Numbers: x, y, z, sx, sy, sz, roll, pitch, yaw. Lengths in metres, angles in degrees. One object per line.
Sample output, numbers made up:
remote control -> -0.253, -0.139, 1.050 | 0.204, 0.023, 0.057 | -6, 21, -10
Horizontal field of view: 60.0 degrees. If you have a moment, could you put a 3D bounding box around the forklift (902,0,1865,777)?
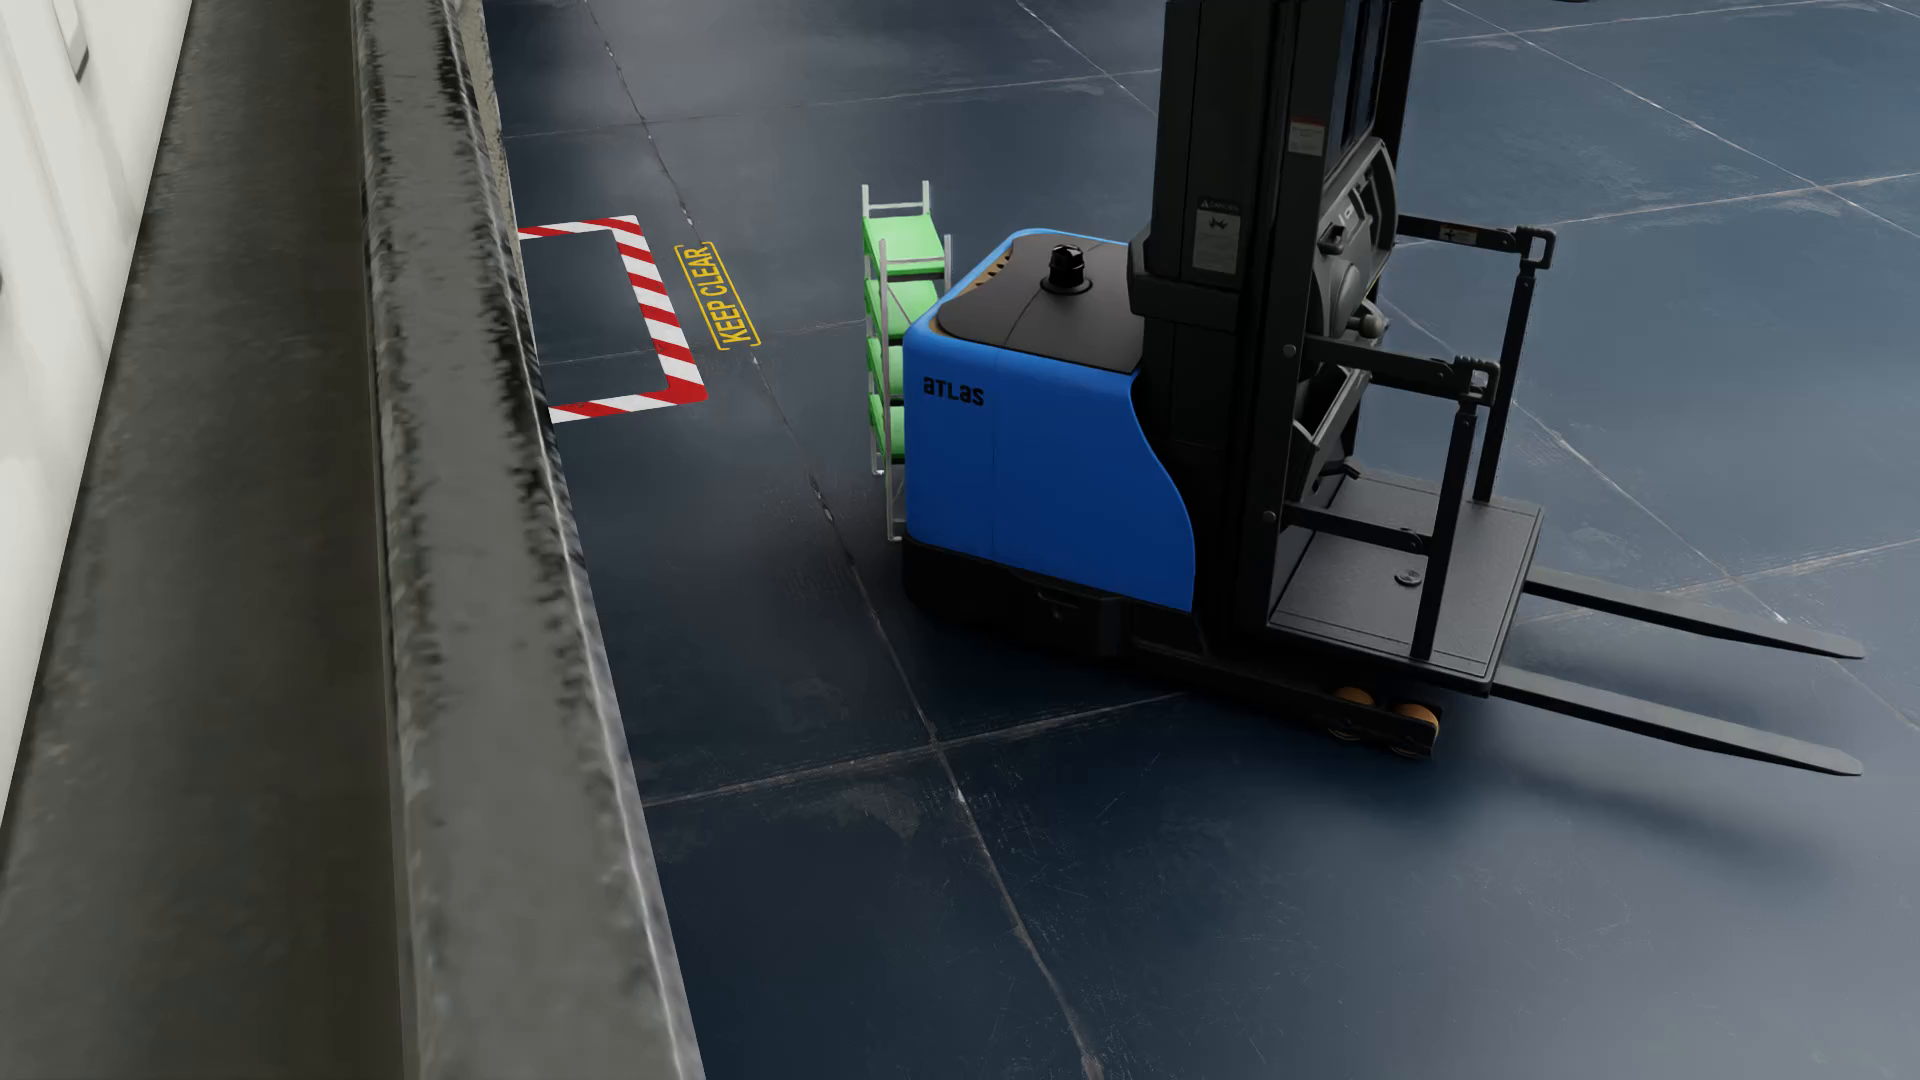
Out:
forklift -> 1.360, -0.881, 4.878 | 3.031, 2.935, 1.130 | 14, 36, 21

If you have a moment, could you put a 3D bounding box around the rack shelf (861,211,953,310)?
rack shelf -> -0.191, -0.990, 5.859 | 0.258, 0.148, 0.480 | -5, 34, -8

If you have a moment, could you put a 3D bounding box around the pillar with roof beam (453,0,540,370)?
pillar with roof beam -> 2.897, -3.635, 3.543 | 9.100, 9.000, 0.400 | -10, 35, -15

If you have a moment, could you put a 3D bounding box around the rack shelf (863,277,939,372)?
rack shelf -> -0.191, -0.790, 5.992 | 0.258, 0.148, 0.480 | -5, 34, -8

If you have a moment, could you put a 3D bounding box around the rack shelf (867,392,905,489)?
rack shelf -> -0.191, -0.390, 6.256 | 0.258, 0.148, 0.480 | -5, 34, -8

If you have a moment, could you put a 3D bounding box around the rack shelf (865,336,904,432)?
rack shelf -> -0.191, -0.590, 6.124 | 0.258, 0.148, 0.480 | -5, 34, -8

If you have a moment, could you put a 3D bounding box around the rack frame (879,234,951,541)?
rack frame -> -0.150, -0.511, 5.888 | 0.240, 1.200, 0.015 | -5, 34, -8

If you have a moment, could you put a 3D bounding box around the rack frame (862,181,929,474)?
rack frame -> -0.232, -0.776, 6.289 | 0.240, 1.200, 0.015 | -5, 34, -8

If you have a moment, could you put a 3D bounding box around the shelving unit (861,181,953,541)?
shelving unit -> -0.191, -0.643, 6.089 | 0.258, 1.200, 0.503 | -5, 34, -8
